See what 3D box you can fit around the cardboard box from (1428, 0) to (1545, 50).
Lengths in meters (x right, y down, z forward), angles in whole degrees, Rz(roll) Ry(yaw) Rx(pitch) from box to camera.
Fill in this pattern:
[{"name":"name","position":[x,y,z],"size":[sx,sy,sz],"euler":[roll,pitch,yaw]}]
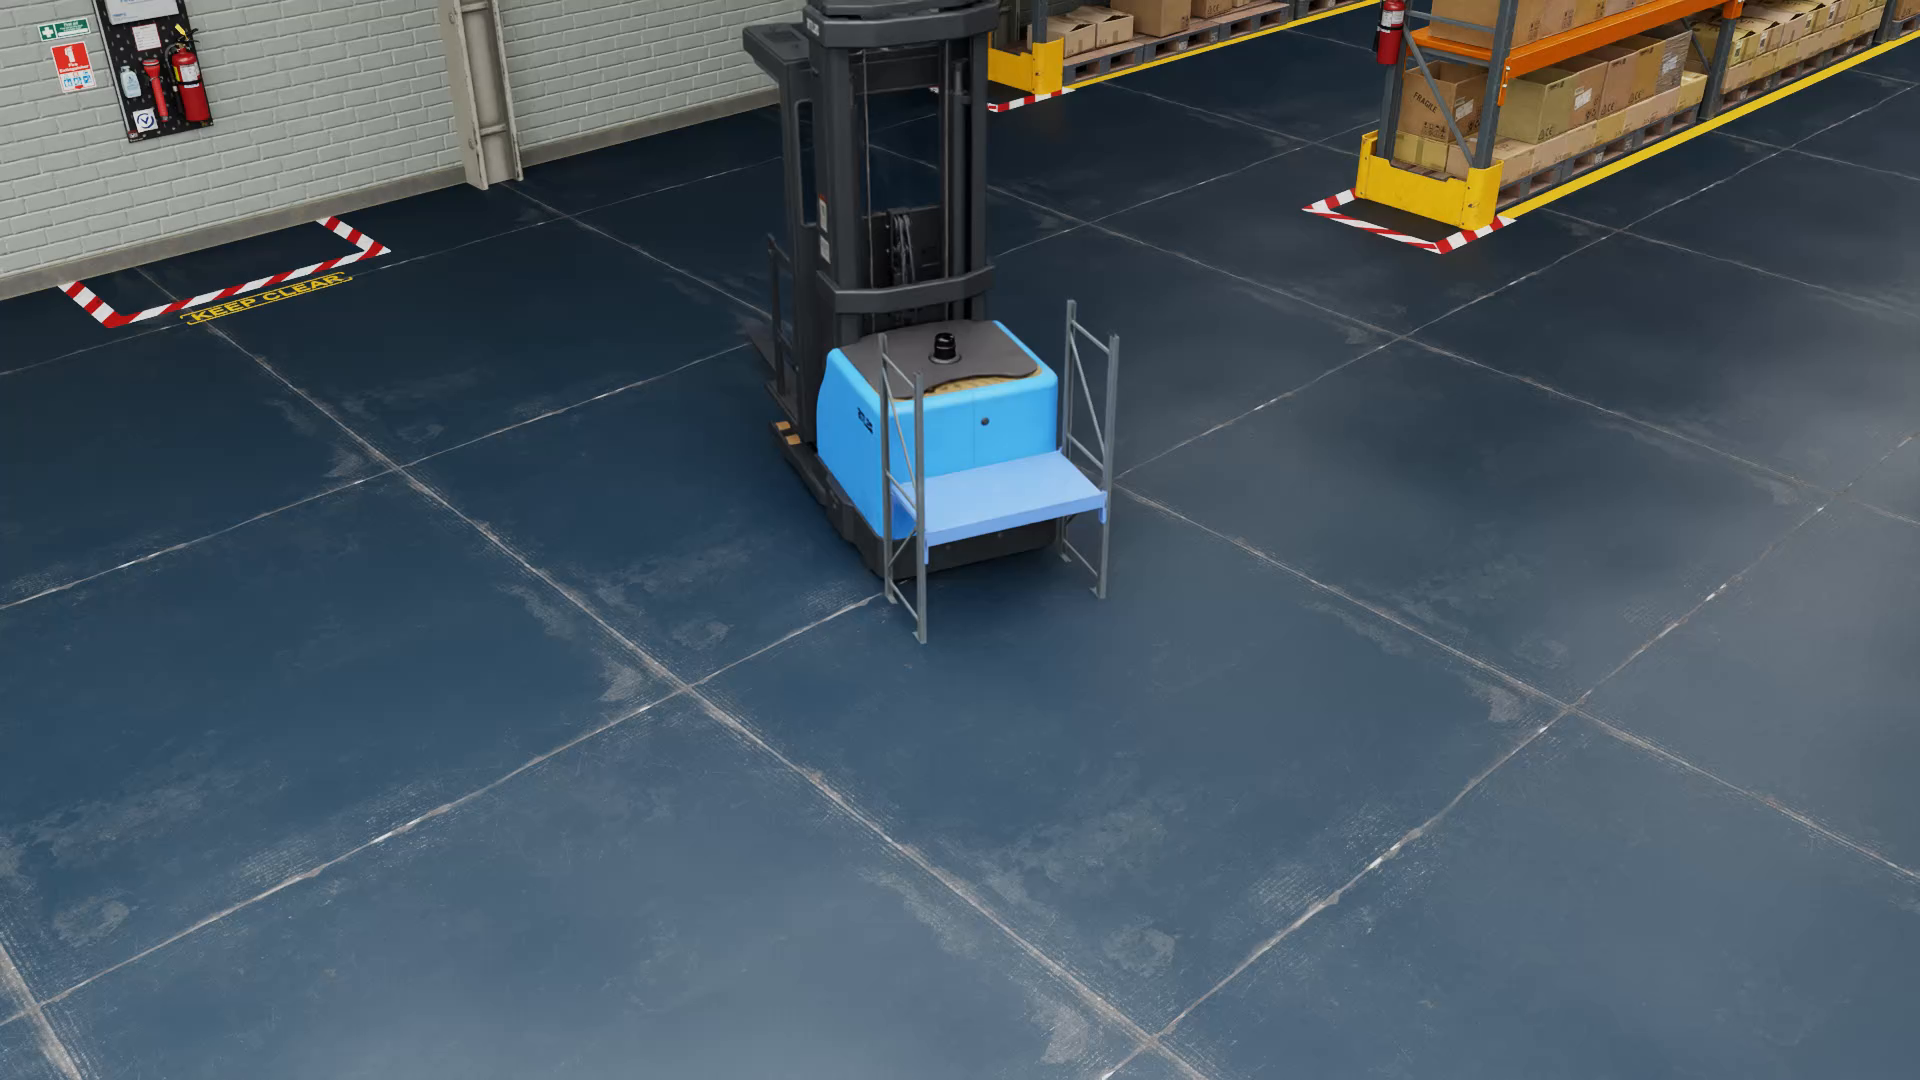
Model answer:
[{"name":"cardboard box","position":[4.190,-4.235,13.205],"size":[0.500,0.500,0.700],"euler":[-26,40,-35]}]

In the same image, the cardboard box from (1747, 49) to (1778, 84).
[{"name":"cardboard box","position":[7.612,-4.686,16.271],"size":[0.500,0.250,0.500],"euler":[-25,39,-34]}]

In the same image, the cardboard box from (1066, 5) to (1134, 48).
[{"name":"cardboard box","position":[1.455,-5.379,17.328],"size":[0.500,0.311,0.500],"euler":[-22,38,-32]}]

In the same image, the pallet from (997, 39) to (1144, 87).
[{"name":"pallet","position":[1.144,-5.038,17.286],"size":[1.213,0.211,1.003],"euler":[-26,40,-35]}]

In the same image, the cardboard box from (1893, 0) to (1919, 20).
[{"name":"cardboard box","position":[10.233,-6.043,18.232],"size":[0.500,0.500,0.500],"euler":[-24,39,-34]}]

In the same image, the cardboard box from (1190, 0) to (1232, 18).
[{"name":"cardboard box","position":[2.667,-6.082,18.296],"size":[0.500,0.500,0.500],"euler":[26,40,35]}]

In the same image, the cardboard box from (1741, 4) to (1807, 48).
[{"name":"cardboard box","position":[7.994,-5.107,16.422],"size":[0.500,0.311,0.500],"euler":[-27,41,-37]}]

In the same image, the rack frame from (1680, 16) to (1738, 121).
[{"name":"rack frame","position":[6.772,-5.451,15.289],"size":[0.127,3.000,1.000],"euler":[-26,40,-35]}]

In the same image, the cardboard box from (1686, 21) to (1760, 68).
[{"name":"cardboard box","position":[7.244,-4.747,15.834],"size":[0.500,0.311,0.500],"euler":[-26,40,-35]}]

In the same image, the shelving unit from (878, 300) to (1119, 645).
[{"name":"shelving unit","position":[0.184,-0.340,8.368],"size":[1.048,1.500,0.538],"euler":[-13,34,-20]}]

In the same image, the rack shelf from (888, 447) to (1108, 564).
[{"name":"rack shelf","position":[0.184,-0.186,8.462],"size":[1.000,0.185,0.538],"euler":[-13,34,-20]}]

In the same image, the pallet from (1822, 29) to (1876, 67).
[{"name":"pallet","position":[9.075,-5.403,17.883],"size":[1.213,0.211,1.003],"euler":[-26,40,-35]}]

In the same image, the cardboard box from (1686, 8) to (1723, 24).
[{"name":"cardboard box","position":[7.251,-5.136,16.470],"size":[0.500,0.311,0.500],"euler":[-25,39,-34]}]

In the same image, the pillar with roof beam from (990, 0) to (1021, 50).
[{"name":"pillar with roof beam","position":[3.320,-7.417,12.754],"size":[0.400,9.000,9.100],"euler":[-26,40,-35]}]

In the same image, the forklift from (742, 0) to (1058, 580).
[{"name":"forklift","position":[-0.514,-1.796,9.377],"size":[1.130,2.935,3.031],"euler":[-12,34,-19]}]

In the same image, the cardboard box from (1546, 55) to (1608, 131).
[{"name":"cardboard box","position":[5.107,-3.823,14.142],"size":[0.500,0.500,0.500],"euler":[-26,40,-35]}]

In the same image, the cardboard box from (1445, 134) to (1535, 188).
[{"name":"cardboard box","position":[4.383,-3.143,13.748],"size":[0.500,0.250,0.500],"euler":[-26,40,-35]}]

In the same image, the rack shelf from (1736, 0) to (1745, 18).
[{"name":"rack shelf","position":[8.239,-5.853,16.637],"size":[4.000,0.370,1.077],"euler":[-26,40,-35]}]

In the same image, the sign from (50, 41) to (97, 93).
[{"name":"sign","position":[-6.320,-3.373,11.857],"size":[0.234,0.329,0.001],"euler":[-26,40,-35]}]

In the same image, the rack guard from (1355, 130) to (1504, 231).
[{"name":"rack guard","position":[3.821,-2.957,13.607],"size":[0.348,0.500,1.175],"euler":[-26,40,-35]}]

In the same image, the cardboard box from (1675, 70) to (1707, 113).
[{"name":"cardboard box","position":[6.581,-4.209,15.491],"size":[0.500,0.250,0.500],"euler":[-26,40,-35]}]

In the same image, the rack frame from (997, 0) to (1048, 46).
[{"name":"rack frame","position":[0.468,-5.926,16.065],"size":[0.127,3.000,1.000],"euler":[-26,40,-35]}]

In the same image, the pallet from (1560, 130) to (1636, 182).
[{"name":"pallet","position":[5.266,-3.560,14.870],"size":[1.213,0.211,1.003],"euler":[-26,40,-35]}]

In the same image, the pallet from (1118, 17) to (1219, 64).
[{"name":"pallet","position":[2.038,-5.468,17.990],"size":[1.213,0.211,1.003],"euler":[-26,40,-35]}]

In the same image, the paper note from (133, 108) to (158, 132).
[{"name":"paper note","position":[-6.021,-3.102,12.293],"size":[0.142,0.148,0.016],"euler":[-26,40,-35]}]

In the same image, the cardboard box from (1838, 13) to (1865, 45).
[{"name":"cardboard box","position":[9.110,-5.412,17.458],"size":[0.500,0.250,0.500],"euler":[-26,40,-36]}]

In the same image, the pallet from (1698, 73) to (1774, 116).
[{"name":"pallet","position":[7.286,-4.537,16.468],"size":[1.213,0.211,1.003],"euler":[-26,40,-35]}]

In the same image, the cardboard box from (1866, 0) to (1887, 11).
[{"name":"cardboard box","position":[9.489,-5.835,17.613],"size":[0.500,0.311,0.500],"euler":[-25,39,-34]}]

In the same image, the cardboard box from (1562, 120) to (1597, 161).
[{"name":"cardboard box","position":[5.114,-3.499,14.330],"size":[0.500,0.250,0.500],"euler":[-26,40,-35]}]

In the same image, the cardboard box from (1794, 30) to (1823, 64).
[{"name":"cardboard box","position":[8.364,-5.051,16.868],"size":[0.500,0.250,0.500],"euler":[-25,39,-35]}]

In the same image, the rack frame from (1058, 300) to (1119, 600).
[{"name":"rack frame","position":[0.650,-0.446,8.541],"size":[0.032,1.500,0.500],"euler":[-13,34,-20]}]

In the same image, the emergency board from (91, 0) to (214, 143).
[{"name":"emergency board","position":[-5.845,-3.515,12.122],"size":[0.643,1.169,0.194],"euler":[-26,40,-35]}]

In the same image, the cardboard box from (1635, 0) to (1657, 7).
[{"name":"cardboard box","position":[5.698,-4.968,14.403],"size":[0.500,0.500,0.700],"euler":[-25,39,-35]}]

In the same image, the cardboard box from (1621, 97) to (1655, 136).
[{"name":"cardboard box","position":[5.851,-3.852,14.908],"size":[0.500,0.250,0.500],"euler":[-26,40,-35]}]

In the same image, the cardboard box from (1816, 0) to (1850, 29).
[{"name":"cardboard box","position":[8.740,-5.470,17.016],"size":[0.500,0.311,0.500],"euler":[-26,40,-36]}]

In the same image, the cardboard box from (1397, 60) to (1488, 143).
[{"name":"cardboard box","position":[4.030,-3.662,13.878],"size":[0.500,0.500,0.500],"euler":[-26,40,-35]}]

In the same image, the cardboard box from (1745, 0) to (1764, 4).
[{"name":"cardboard box","position":[7.990,-5.489,17.047],"size":[0.500,0.311,0.500],"euler":[-26,40,-36]}]

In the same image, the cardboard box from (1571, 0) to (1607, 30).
[{"name":"cardboard box","position":[4.940,-4.597,13.797],"size":[0.500,0.500,0.700],"euler":[-26,40,-35]}]

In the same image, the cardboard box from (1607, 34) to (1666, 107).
[{"name":"cardboard box","position":[5.842,-4.177,14.720],"size":[0.500,0.500,0.500],"euler":[-26,40,-35]}]
